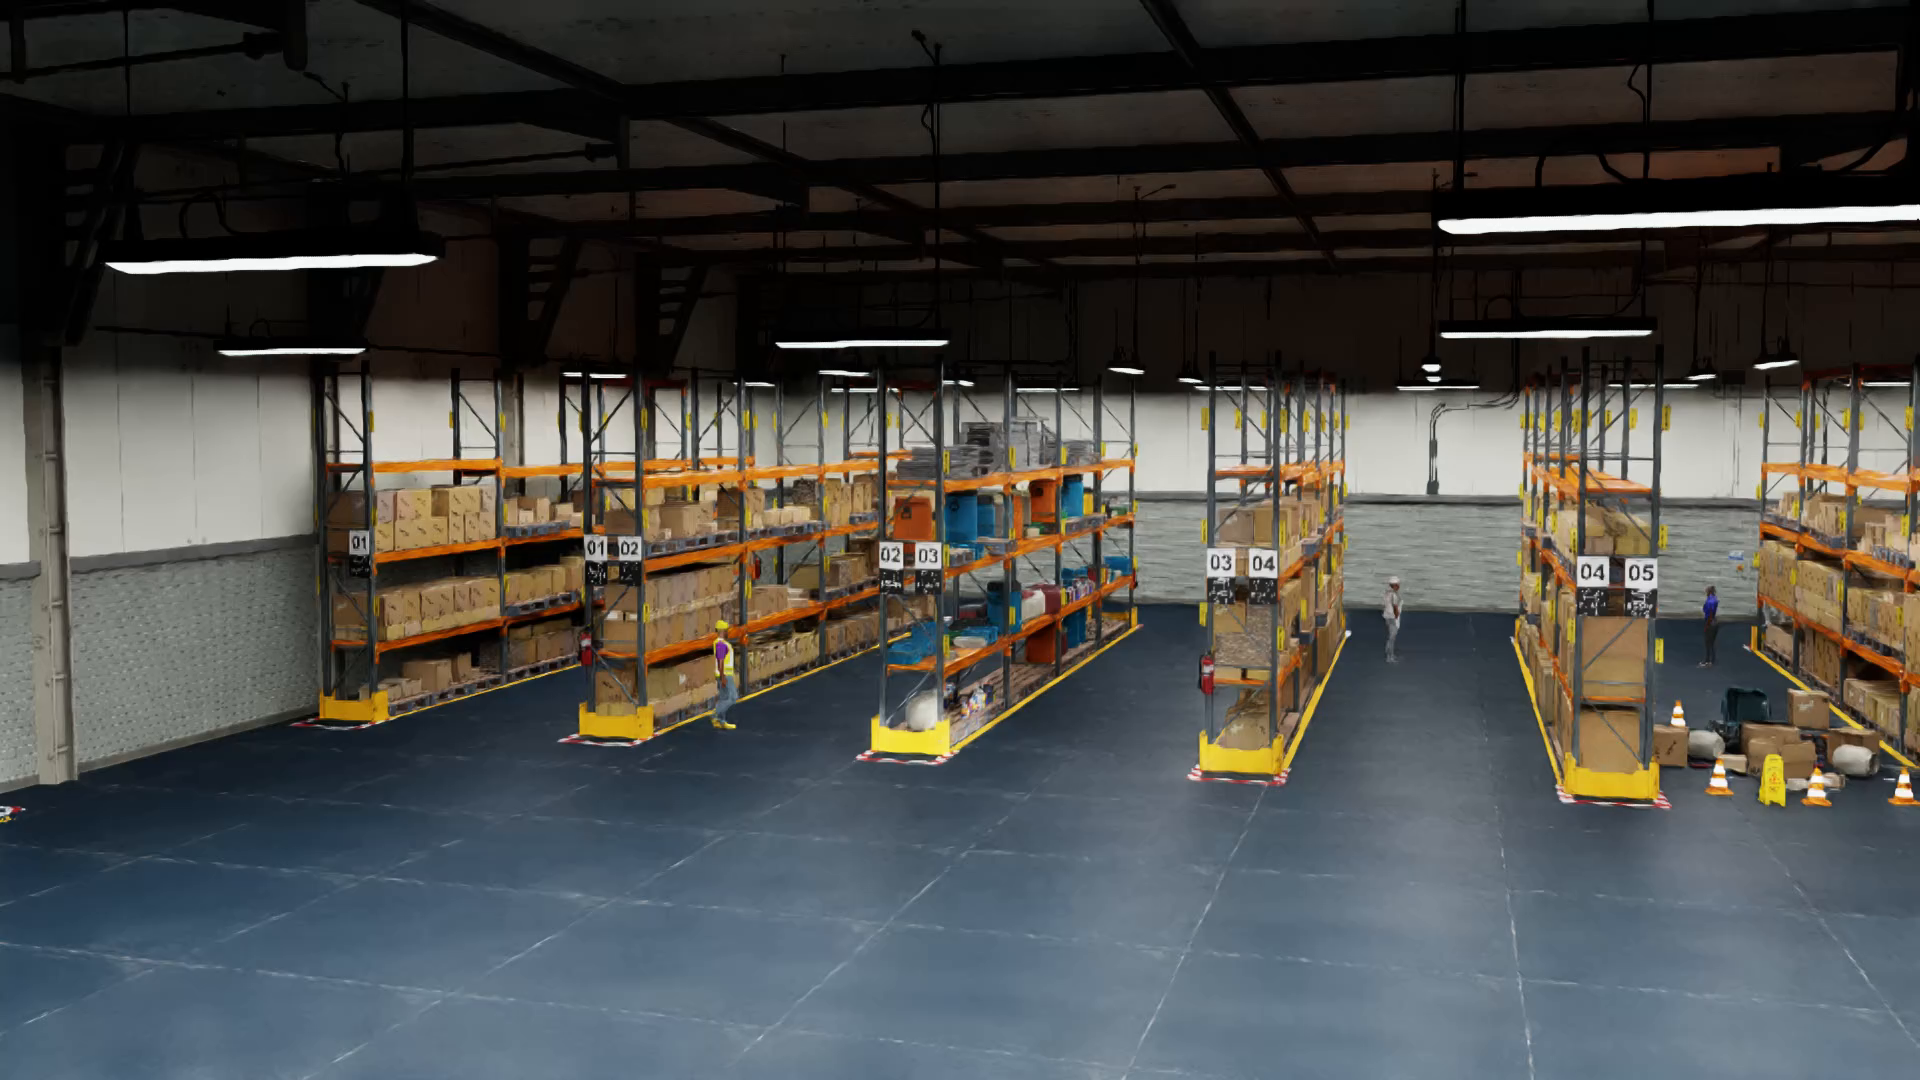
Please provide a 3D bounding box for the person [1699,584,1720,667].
[{"bbox_3d":[15.348,1.756,34.033,0.371,1.687,0.490,3,5,32],"label":"person"}]

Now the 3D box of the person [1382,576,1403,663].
[{"bbox_3d":[9.009,1.630,34.454,0.477,1.789,0.634,0,4,-2],"label":"person"}]

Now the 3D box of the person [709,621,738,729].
[{"bbox_3d":[-3.848,2.193,26.971,0.457,1.763,0.609,-1,4,-11],"label":"person"}]

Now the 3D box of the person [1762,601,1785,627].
[{"bbox_3d":[19.810,1.242,40.485,0.595,1.757,0.595,-2,5,-26],"label":"person"}]
